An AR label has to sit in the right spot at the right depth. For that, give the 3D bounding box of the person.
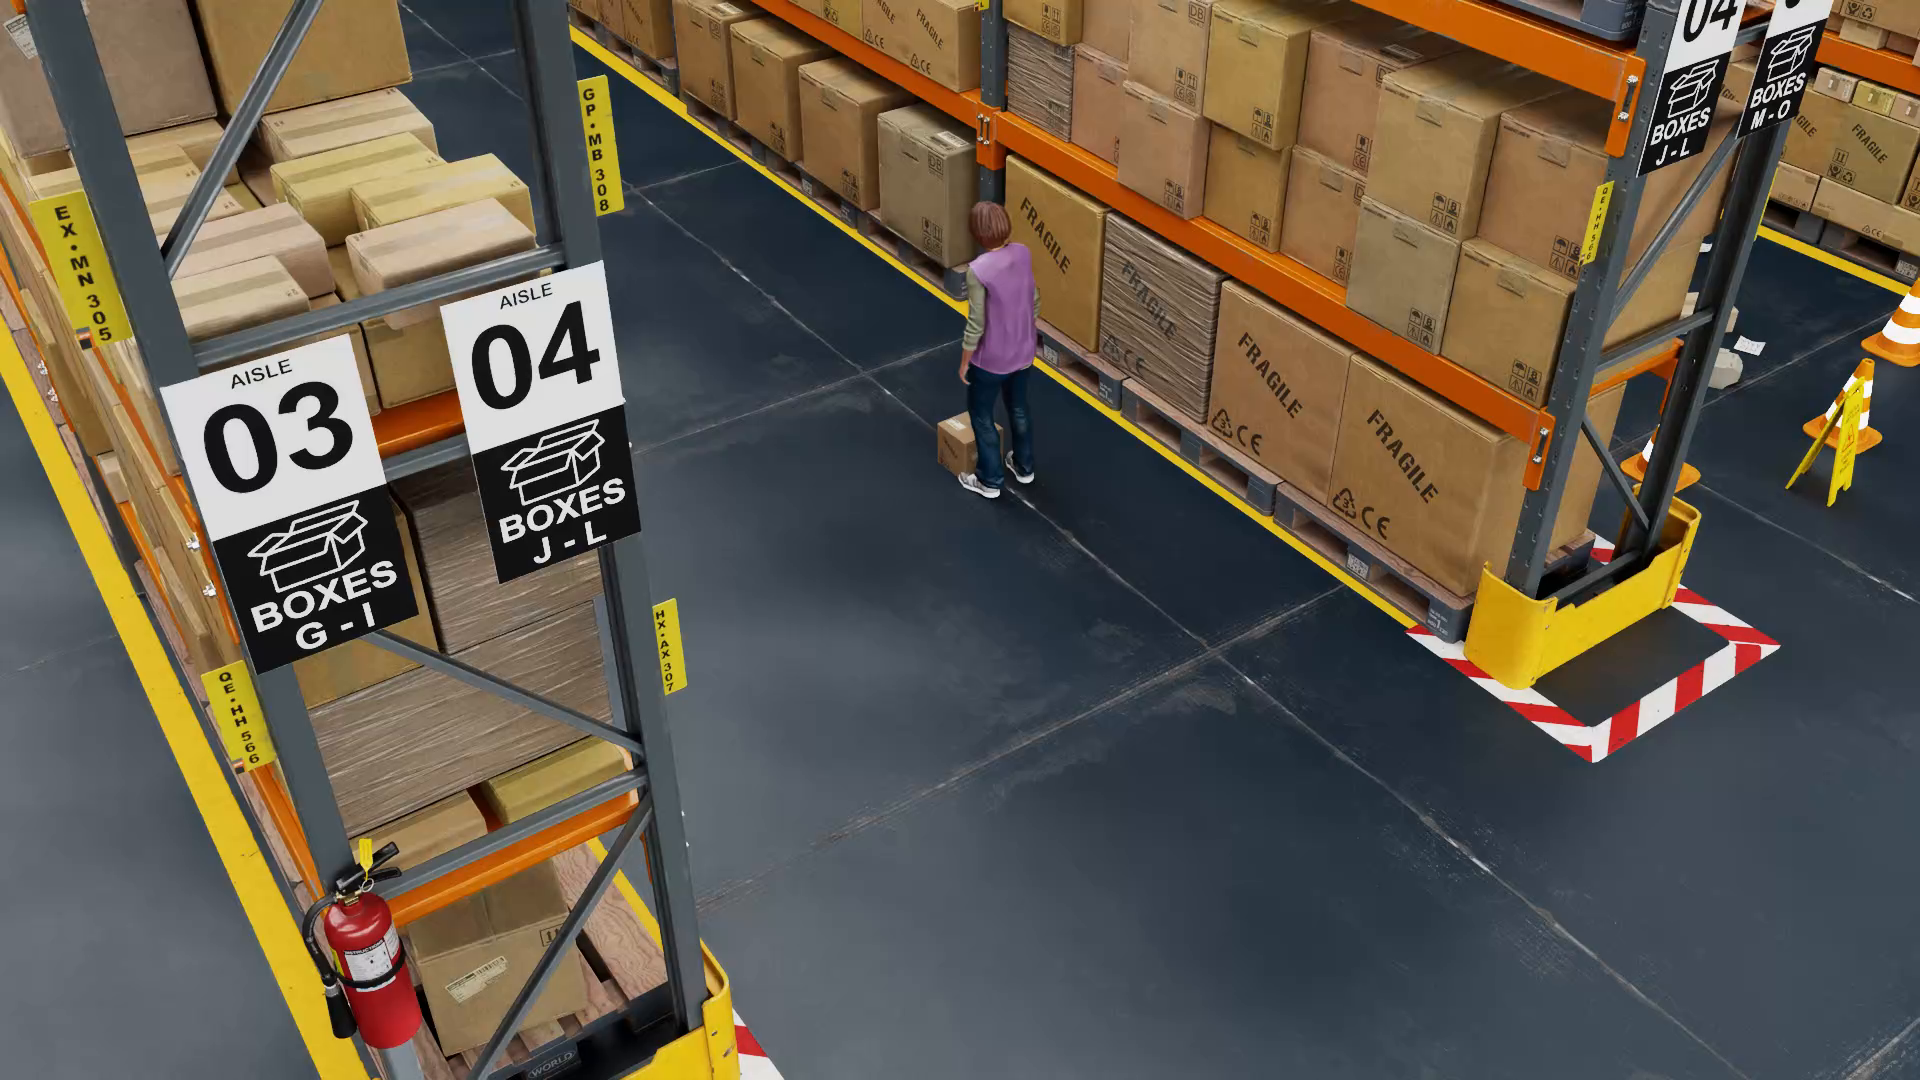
[{"bbox_3d":[0.193,-0.925,8.241,0.481,1.594,0.342,-25,43,-29],"label":"person"}]
